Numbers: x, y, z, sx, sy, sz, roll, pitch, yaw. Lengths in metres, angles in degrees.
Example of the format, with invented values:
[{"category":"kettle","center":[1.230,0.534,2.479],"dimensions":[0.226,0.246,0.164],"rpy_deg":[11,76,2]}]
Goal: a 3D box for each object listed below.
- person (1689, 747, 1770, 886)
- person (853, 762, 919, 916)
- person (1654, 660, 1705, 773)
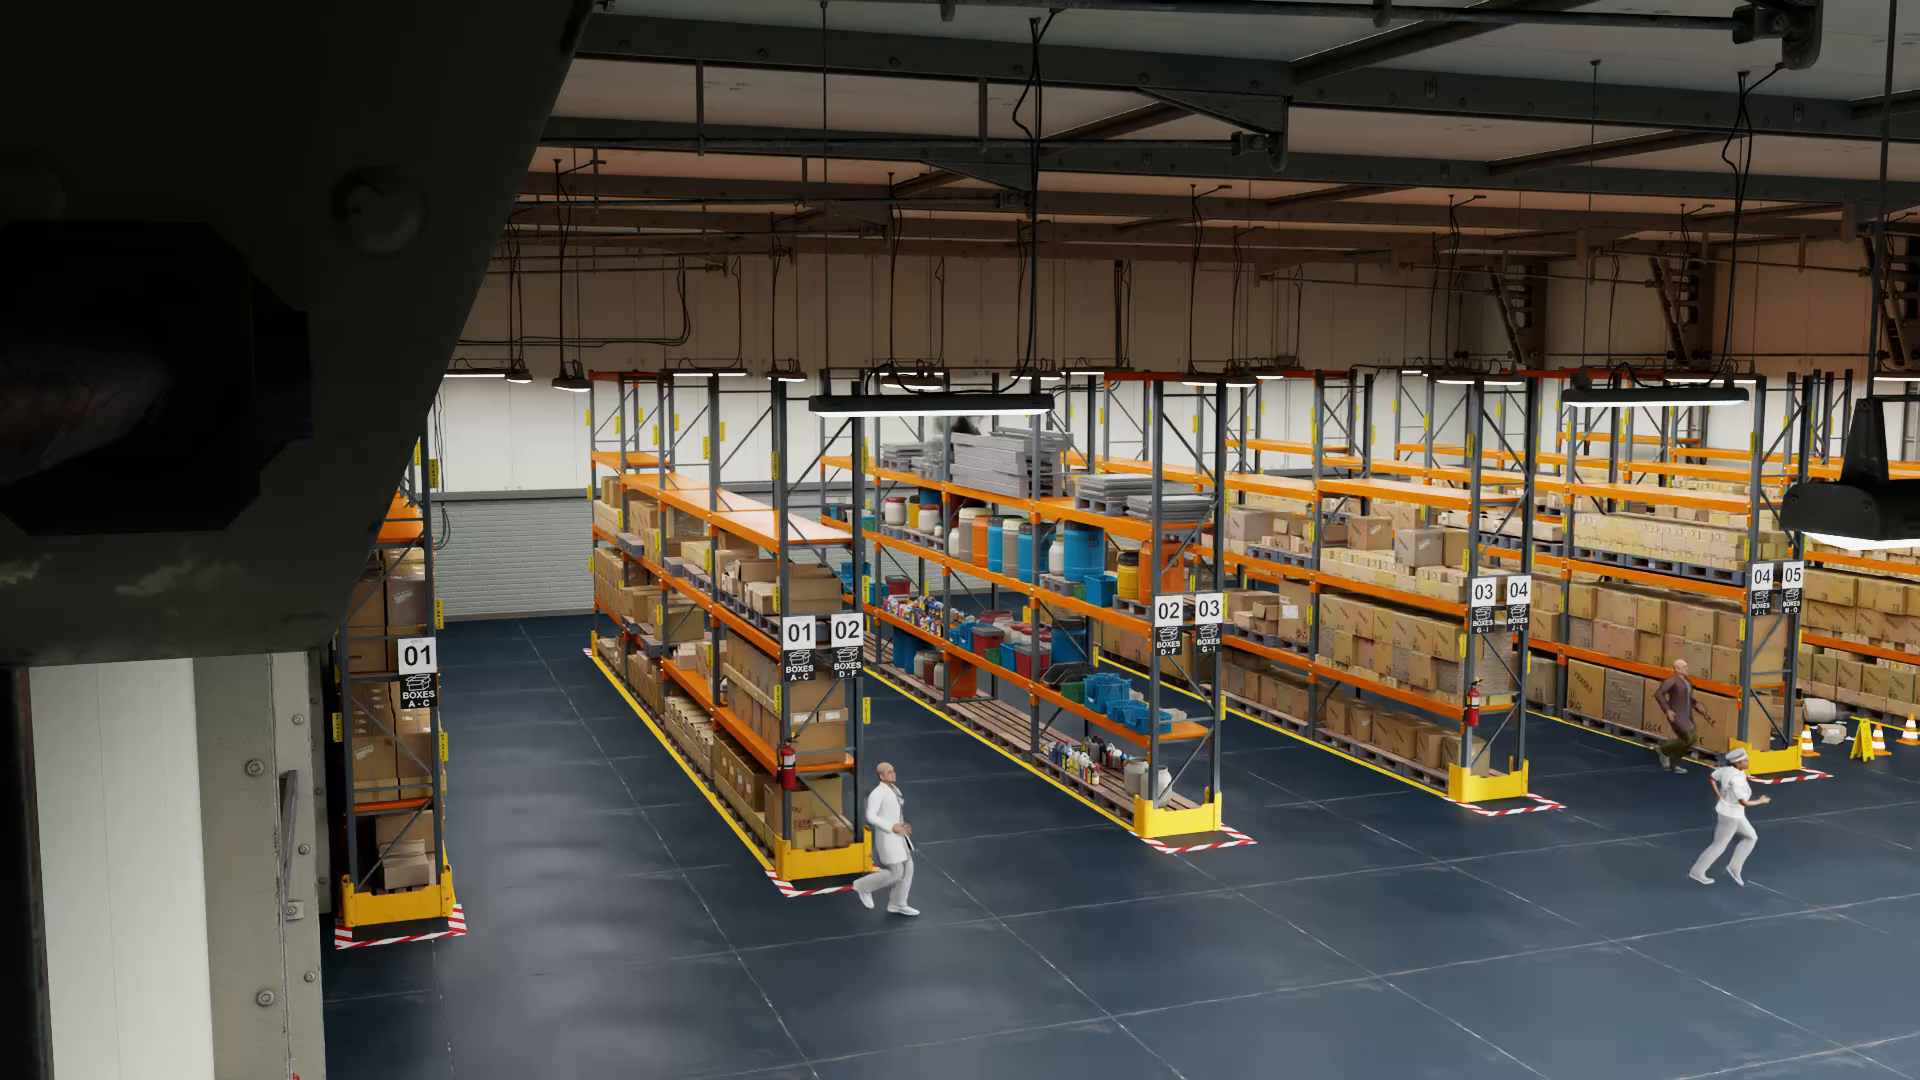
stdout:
[{"category":"person","center":[9.152,3.290,19.781],"dimensions":[0.864,1.704,0.584],"rpy_deg":[2,7,16]},{"category":"person","center":[-0.836,3.381,18.812],"dimensions":[0.751,1.760,0.726],"rpy_deg":[2,7,16]},{"category":"person","center":[10.892,2.672,25.093],"dimensions":[0.704,1.732,0.628],"rpy_deg":[-5,8,-39]}]
